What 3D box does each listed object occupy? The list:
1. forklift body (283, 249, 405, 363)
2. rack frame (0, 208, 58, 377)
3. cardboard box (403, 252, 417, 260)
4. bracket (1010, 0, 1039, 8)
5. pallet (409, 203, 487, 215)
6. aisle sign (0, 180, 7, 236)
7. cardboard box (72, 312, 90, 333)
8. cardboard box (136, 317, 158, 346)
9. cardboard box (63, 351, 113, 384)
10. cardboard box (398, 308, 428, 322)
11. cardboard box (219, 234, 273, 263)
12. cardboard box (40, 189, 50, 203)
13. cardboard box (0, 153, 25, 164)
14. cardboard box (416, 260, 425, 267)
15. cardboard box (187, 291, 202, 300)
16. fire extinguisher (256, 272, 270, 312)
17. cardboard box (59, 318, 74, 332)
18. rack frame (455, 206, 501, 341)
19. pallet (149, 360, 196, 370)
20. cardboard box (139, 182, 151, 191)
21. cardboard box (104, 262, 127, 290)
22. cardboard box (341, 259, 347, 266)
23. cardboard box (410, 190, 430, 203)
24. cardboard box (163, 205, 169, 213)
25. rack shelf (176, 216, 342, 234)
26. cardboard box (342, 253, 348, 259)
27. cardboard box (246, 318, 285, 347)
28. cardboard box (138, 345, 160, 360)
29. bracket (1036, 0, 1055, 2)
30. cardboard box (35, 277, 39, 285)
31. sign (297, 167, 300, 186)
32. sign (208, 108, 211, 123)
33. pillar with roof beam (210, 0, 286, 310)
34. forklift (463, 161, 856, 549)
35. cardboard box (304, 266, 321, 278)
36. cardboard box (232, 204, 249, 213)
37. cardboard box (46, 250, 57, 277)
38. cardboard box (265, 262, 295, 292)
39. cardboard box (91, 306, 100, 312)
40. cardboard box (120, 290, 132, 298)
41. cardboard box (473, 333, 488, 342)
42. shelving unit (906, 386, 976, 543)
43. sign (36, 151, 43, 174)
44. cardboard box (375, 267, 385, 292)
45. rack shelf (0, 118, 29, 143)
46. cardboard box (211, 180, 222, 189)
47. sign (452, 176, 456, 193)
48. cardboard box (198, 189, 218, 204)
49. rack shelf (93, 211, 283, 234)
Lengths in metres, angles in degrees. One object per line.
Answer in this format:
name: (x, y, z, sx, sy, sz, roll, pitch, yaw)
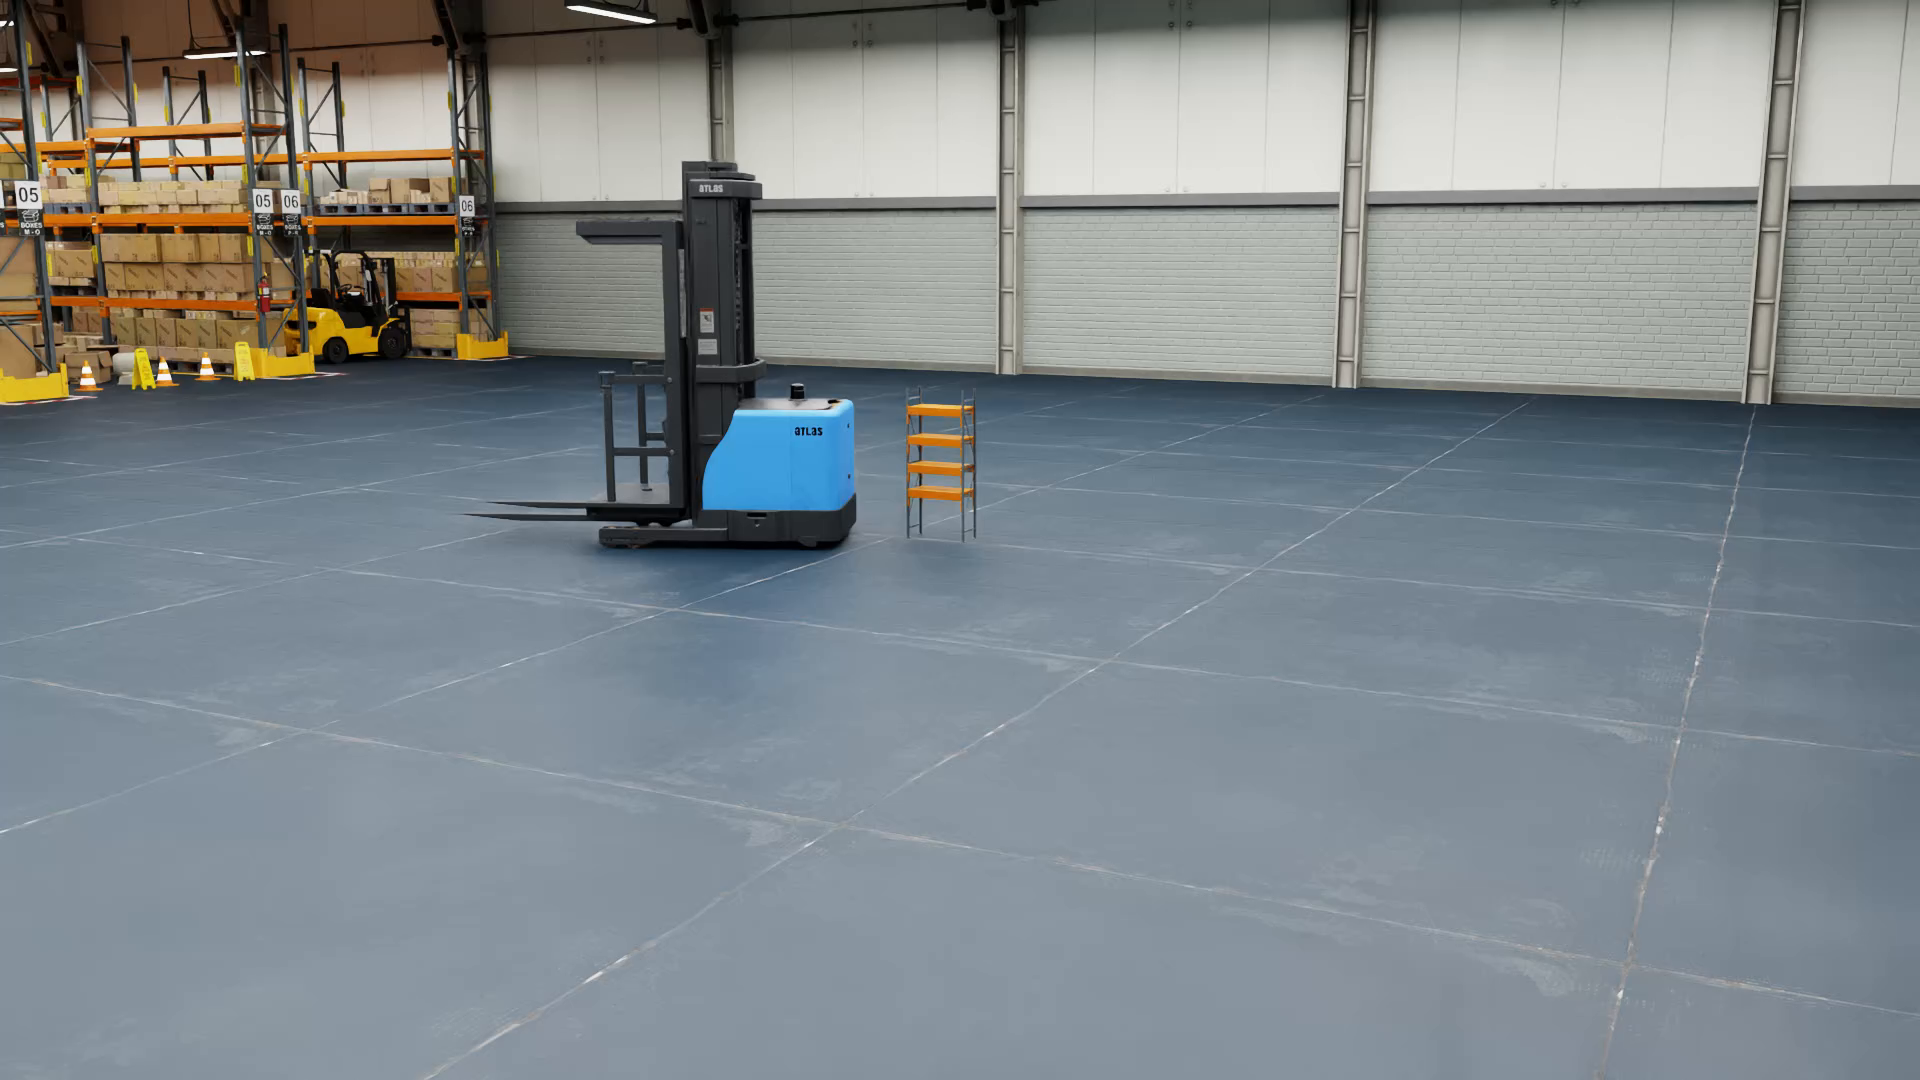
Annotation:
forklift body: (-12.170, -4.613, 32.678, 1.214, 2.155, 2.313, 5, 11, 26)
rack frame: (-13.954, -3.581, 24.593, 0.127, 3.000, 1.000, 5, 11, 26)
cardboard box: (-11.031, -5.747, 33.623, 0.250, 0.149, 0.380, 5, 12, 27)
bracket: (1.089, -9.060, 27.912, 0.430, 0.232, 0.235, 5, 11, 26)
pallet: (-10.284, -6.665, 33.458, 1.213, 0.211, 1.003, 5, 11, 26)
aisle sign: (-14.023, -4.807, 24.066, 0.004, 0.787, 0.394, 5, 11, 26)
cardboard box: (-20.089, -5.021, 38.388, 0.500, 0.500, 0.500, 6, 12, 28)
cardboard box: (-14.547, -3.787, 30.170, 0.500, 0.500, 0.500, 6, 12, 28)
cardboard box: (-14.550, -2.885, 27.758, 0.637, 0.503, 0.797, -2, 11, -14)
cardboard box: (-11.130, -4.582, 33.859, 0.500, 0.250, 0.500, 5, 11, 27)
cardboard box: (-12.409, -5.072, 28.910, 0.500, 0.500, 0.700, 5, 11, 24)
cardboard box: (-16.938, -6.407, 31.030, 0.500, 0.250, 0.500, 5, 11, 27)
cardboard box: (-14.113, -5.659, 24.657, 0.250, 0.149, 0.380, 5, 11, 26)
cardboard box: (-10.762, -5.590, 33.594, 0.250, 0.149, 0.380, 5, 11, 25)
cardboard box: (-13.463, -4.341, 29.497, 0.250, 0.149, 0.380, 5, 11, 25)
fire extinguisher: (-11.956, -4.259, 28.556, 0.183, 0.674, 0.296, 5, 11, 26)
cardboard box: (-20.911, -5.091, 39.310, 0.500, 0.311, 0.500, 5, 12, 28)
rack frame: (-9.662, -5.172, 33.387, 0.127, 3.000, 1.000, 5, 11, 26)
pallet: (-14.824, -3.275, 30.734, 1.213, 0.211, 1.003, 5, 11, 26)
cardboard box: (-14.356, -6.288, 29.594, 0.250, 0.149, 0.380, 5, 11, 24)
cardboard box: (-15.171, -4.811, 30.274, 0.500, 0.500, 0.500, 5, 11, 26)
cardboard box: (-12.600, -5.753, 34.491, 0.250, 0.149, 0.380, 5, 11, 26)
cardboard box: (-10.767, -6.875, 33.289, 0.258, 0.266, 0.396, 5, 11, 26)
cardboard box: (-13.886, -5.861, 29.476, 0.250, 0.149, 0.380, 5, 11, 26)
rack shelf: (-15.042, -6.767, 35.796, 4.000, 0.370, 1.077, 5, 11, 26)
cardboard box: (-12.587, -5.905, 34.498, 0.250, 0.149, 0.380, 5, 11, 25)
cardboard box: (-12.477, -3.712, 29.751, 0.500, 0.500, 0.500, 5, 11, 24)
cardboard box: (-14.548, -3.418, 30.237, 0.500, 0.250, 0.500, 6, 12, 29)
bracket: (3.415, -8.855, 26.783, 4.783, 0.066, 0.076, 5, 11, 26)
cardboard box: (-17.392, -4.902, 31.421, 0.250, 0.149, 0.380, 5, 12, 28)
sign: (-11.615, -6.372, 29.139, 0.005, 0.325, 0.100, 5, 11, 26)
sign: (-16.594, -9.381, 36.730, 0.005, 0.325, 0.100, 5, 11, 26)
pillar with roof beam: (-17.173, -8.109, 32.765, 0.548, 9.000, 9.100, 5, 11, 26)
forklift: (-2.392, -1.469, 13.117, 3.031, 2.935, 1.130, 1, 10, 4)
cardboard box: (-13.802, -5.658, 35.086, 0.500, 0.250, 0.500, 5, 11, 25)
cardboard box: (-12.298, -5.715, 28.669, 0.250, 0.149, 0.380, 5, 11, 26)
cardboard box: (-16.863, -5.177, 31.117, 0.500, 0.500, 0.500, 5, 12, 28)
cardboard box: (-12.157, -4.657, 29.421, 0.500, 0.500, 0.500, 5, 11, 25)
cardboard box: (-19.701, -5.315, 38.194, 0.250, 0.149, 0.380, 4, 11, 23)
cardboard box: (-15.052, -4.483, 30.285, 0.250, 0.149, 0.380, 5, 12, 27)
cardboard box: (-10.016, -4.096, 33.981, 0.500, 0.250, 0.500, 5, 11, 26)
shelving unit: (-0.148, -0.603, 13.195, 0.503, 1.200, 0.258, 5, 11, 26)
sign: (-13.703, -5.614, 24.728, 0.005, 0.325, 0.100, 5, 11, 26)
cardboard box: (-11.596, -5.339, 34.027, 0.500, 0.500, 0.500, 5, 11, 26)
rack shelf: (-15.748, -6.140, 25.029, 4.000, 0.370, 1.077, 5, 11, 26)
cardboard box: (-12.740, -6.147, 28.817, 0.250, 0.149, 0.380, 5, 11, 25)
sign: (-9.914, -6.960, 32.575, 0.005, 0.325, 0.100, 5, 11, 26)
cardboard box: (-12.878, -5.967, 28.942, 0.500, 0.250, 0.500, 5, 11, 25)
rack shelf: (-13.648, -5.659, 29.673, 4.000, 0.370, 1.077, 5, 11, 26)
